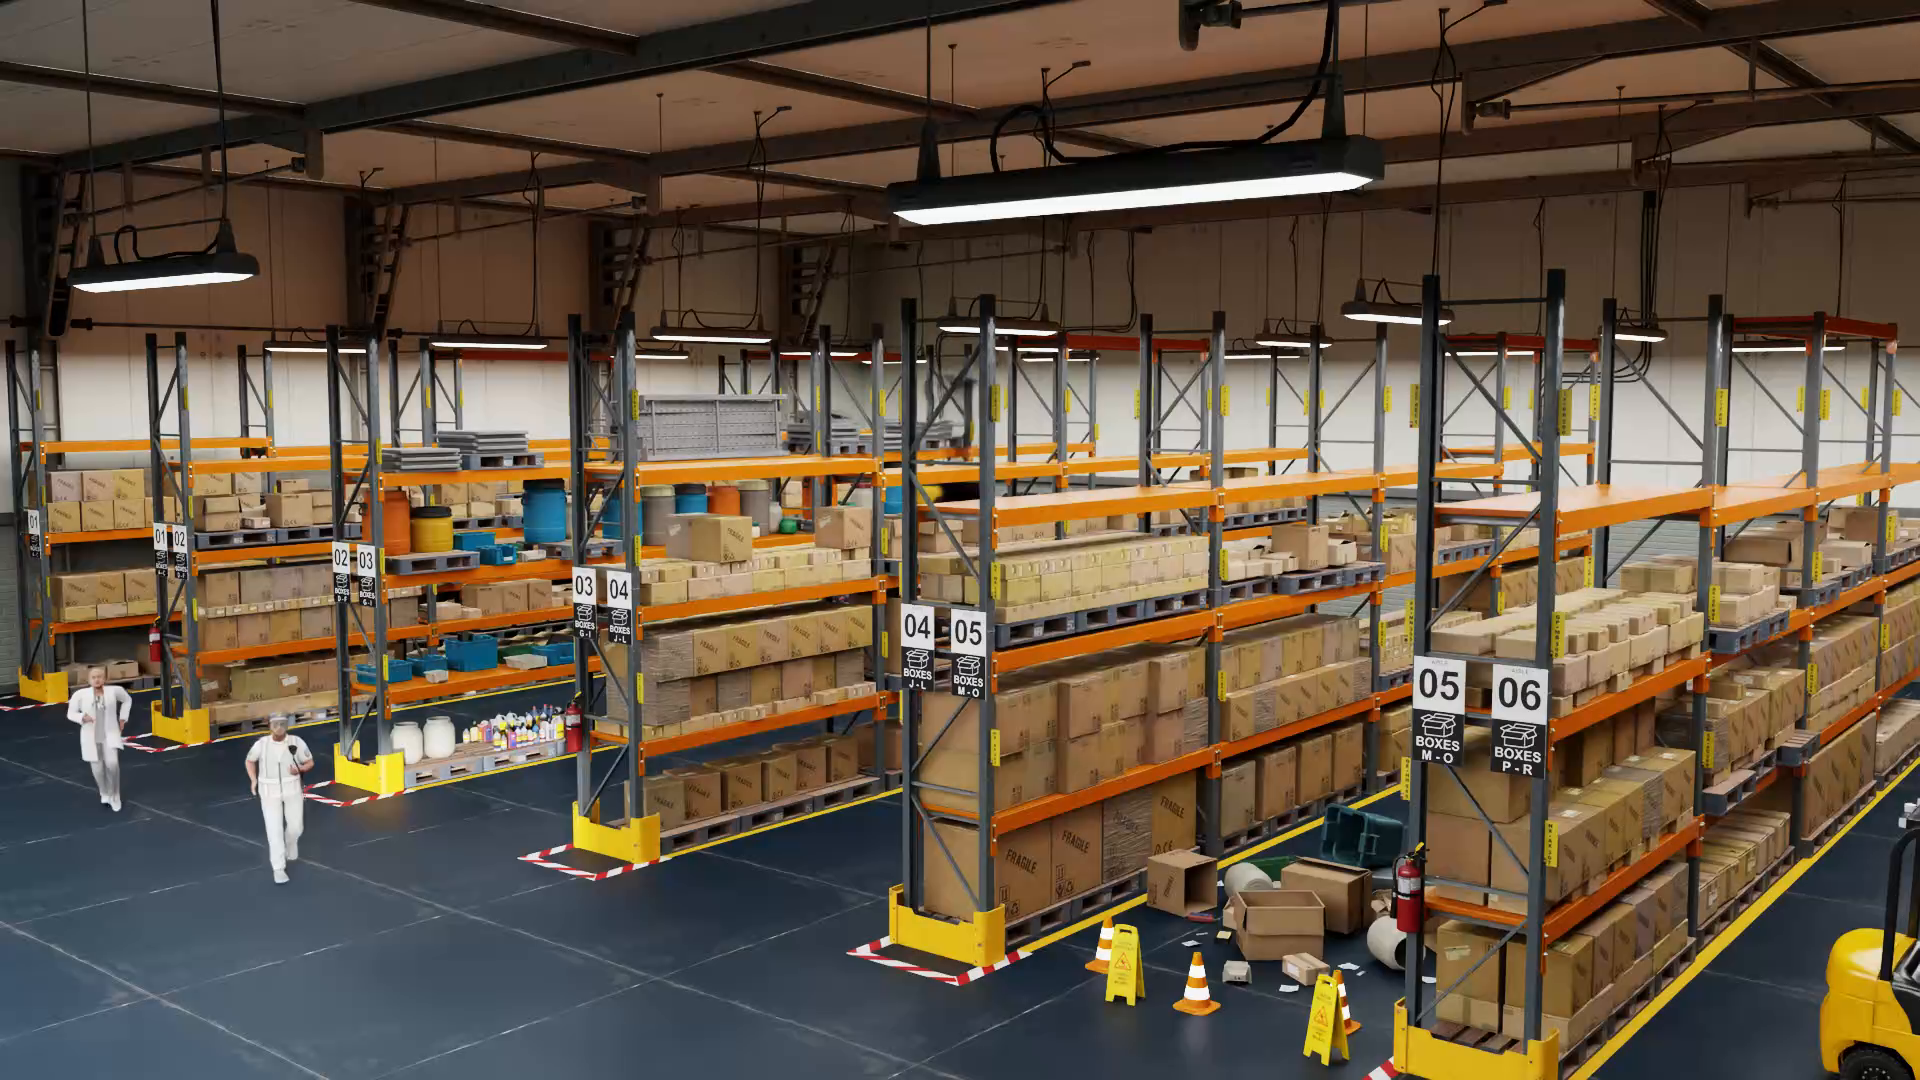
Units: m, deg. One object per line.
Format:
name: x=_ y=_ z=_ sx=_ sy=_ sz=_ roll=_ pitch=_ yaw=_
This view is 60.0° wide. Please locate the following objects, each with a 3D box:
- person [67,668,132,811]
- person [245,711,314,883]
person: x=-10.574 y=2.453 z=20.460 sx=0.693 sy=1.780 sz=0.814 roll=-2 pitch=6 yaw=-23
person: x=-7.230 y=2.680 z=17.711 sx=0.672 sy=1.755 sz=0.938 roll=-2 pitch=6 yaw=-26
